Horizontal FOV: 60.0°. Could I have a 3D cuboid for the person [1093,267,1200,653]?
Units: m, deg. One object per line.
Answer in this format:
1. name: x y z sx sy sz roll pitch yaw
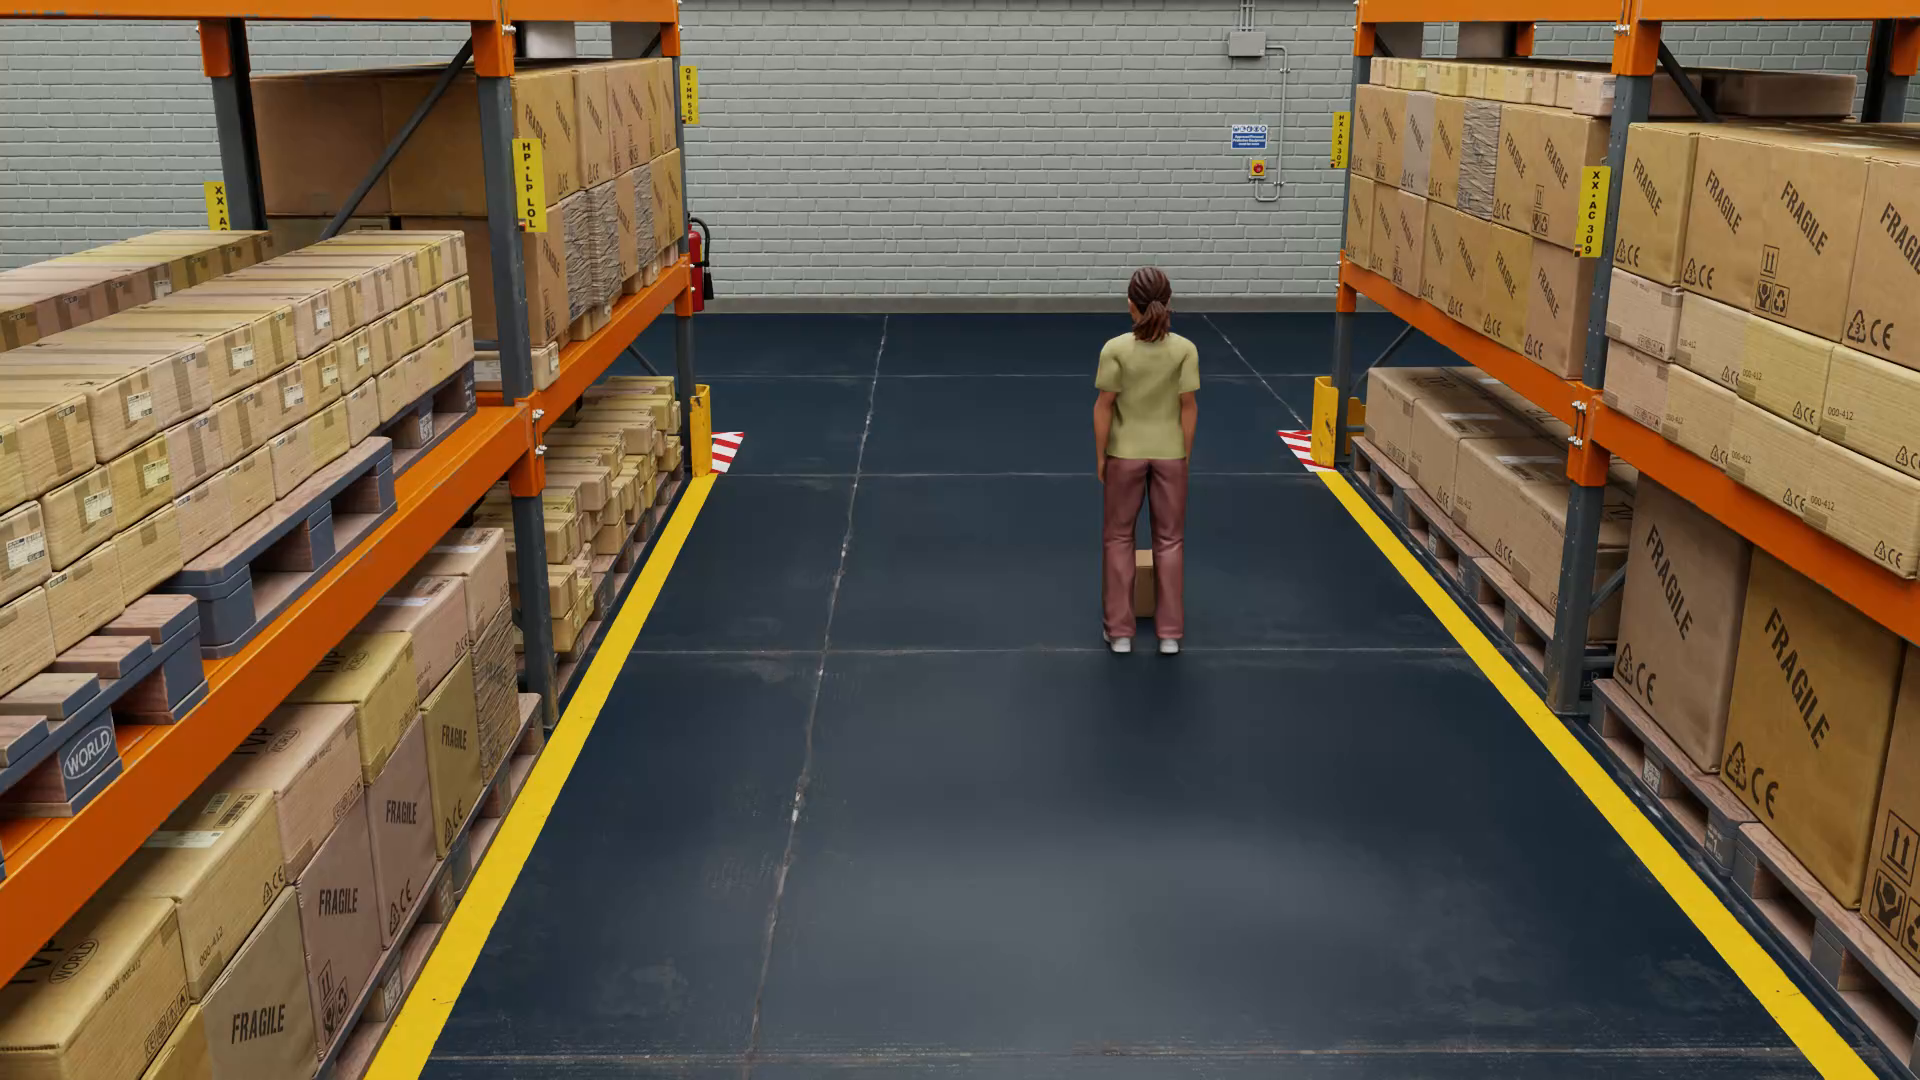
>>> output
1. person: 0.788 -0.206 7.162 0.444 1.413 0.364 0 17 0
